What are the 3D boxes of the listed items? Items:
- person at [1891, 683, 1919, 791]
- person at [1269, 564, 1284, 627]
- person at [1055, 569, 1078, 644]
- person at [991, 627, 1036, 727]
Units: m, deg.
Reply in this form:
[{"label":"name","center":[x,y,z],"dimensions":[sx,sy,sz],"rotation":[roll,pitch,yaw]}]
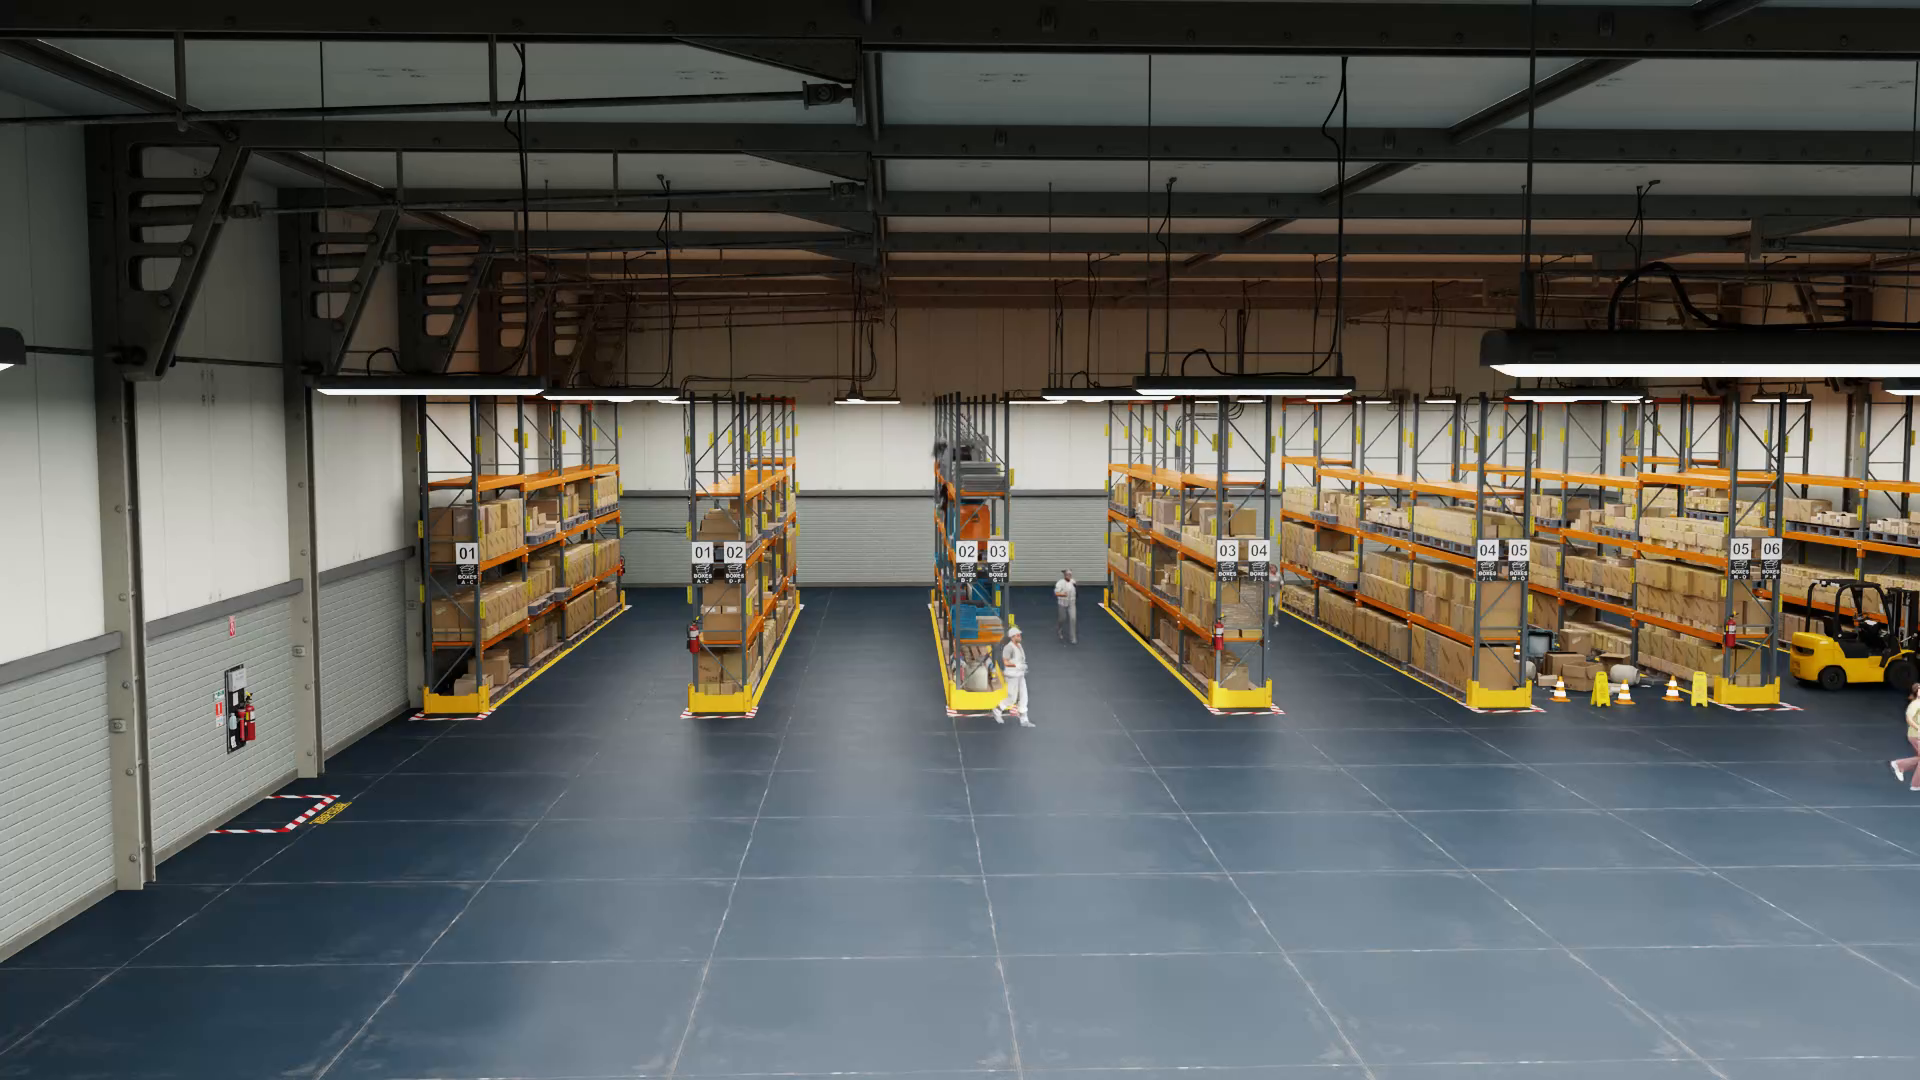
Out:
[{"label":"person","center":[14.218,2.923,24.793],"dimensions":[0.595,1.623,0.624],"rotation":[4,6,42]},{"label":"person","center":[8.216,1.432,43.632],"dimensions":[0.550,1.610,0.885],"rotation":[0,5,-2]},{"label":"person","center":[2.592,1.580,40.609],"dimensions":[0.621,1.798,0.937],"rotation":[-1,5,-14]},{"label":"person","center":[0.962,2.446,29.680],"dimensions":[0.854,1.781,0.677],"rotation":[3,5,30]}]
